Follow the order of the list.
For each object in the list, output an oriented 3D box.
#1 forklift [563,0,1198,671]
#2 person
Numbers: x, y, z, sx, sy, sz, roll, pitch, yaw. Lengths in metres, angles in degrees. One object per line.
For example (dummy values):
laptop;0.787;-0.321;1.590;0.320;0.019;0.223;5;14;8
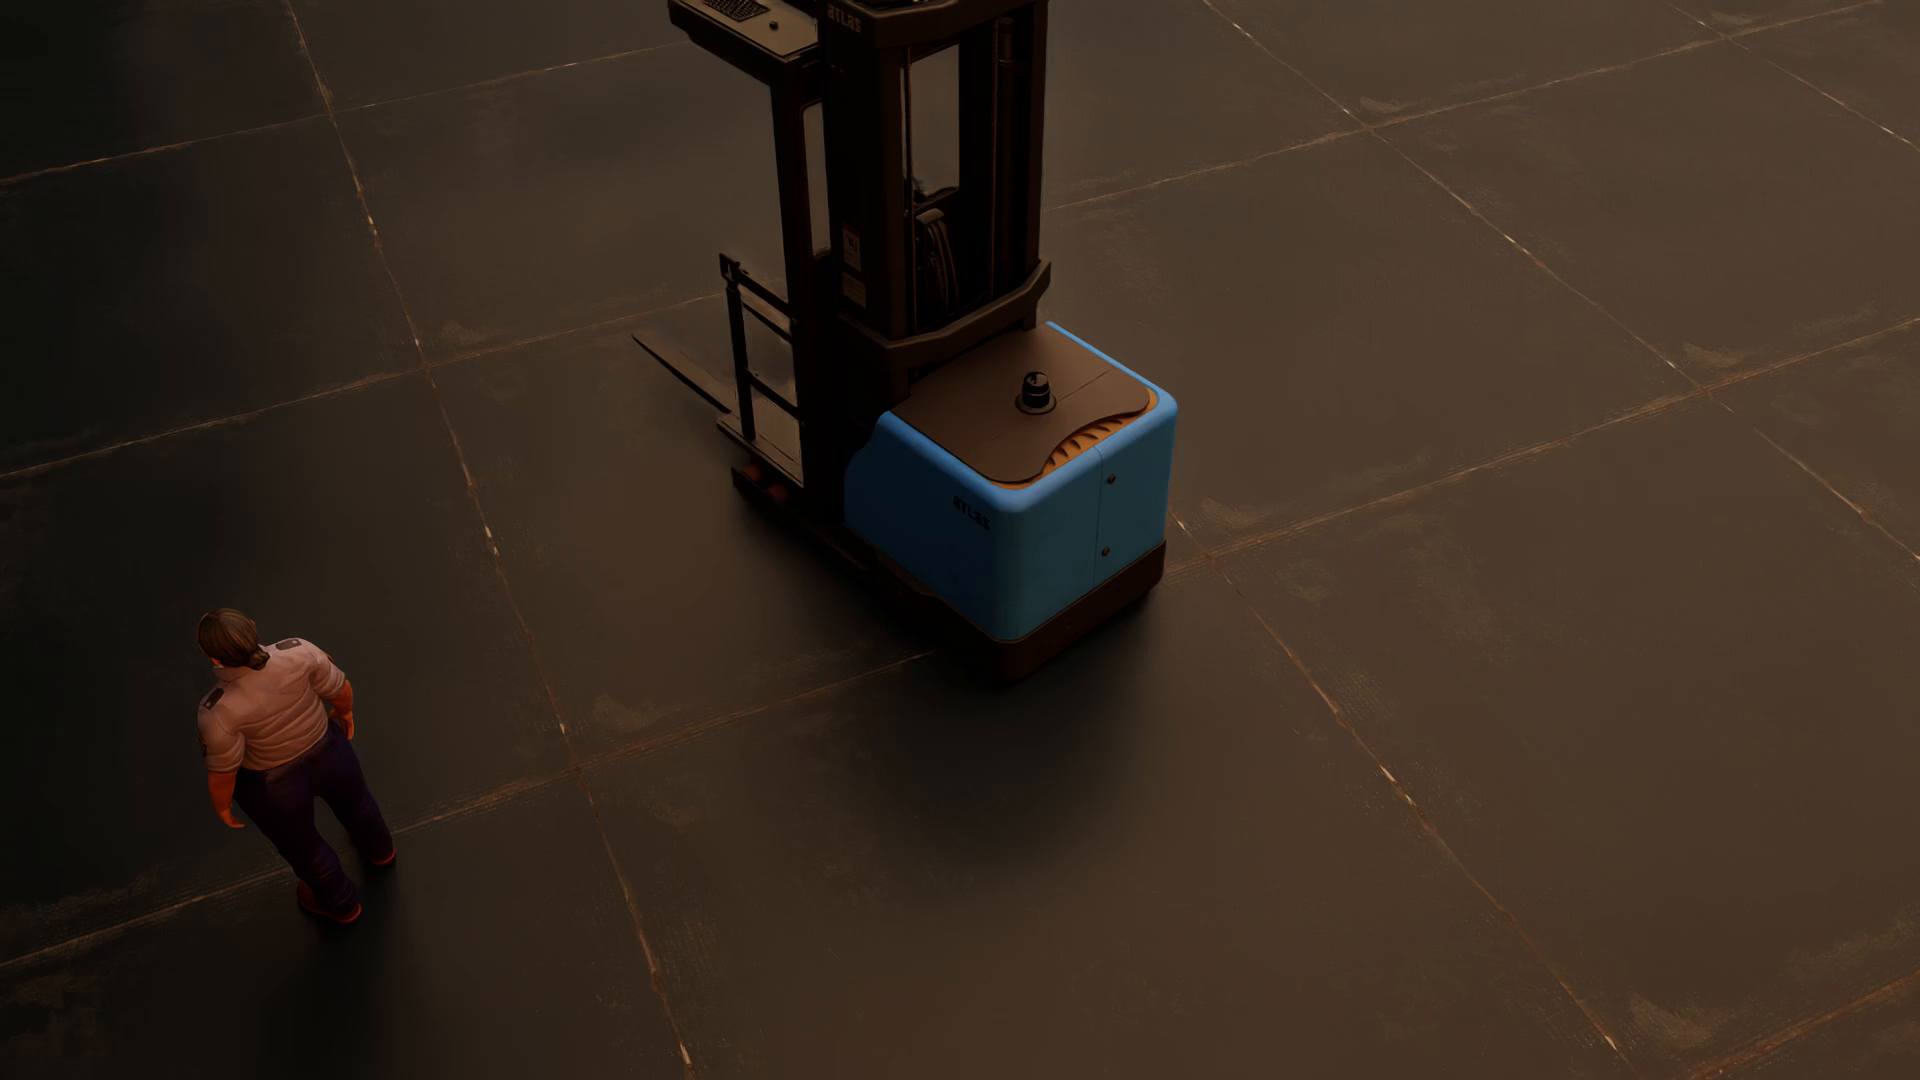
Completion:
forklift;-0.503;-1.267;7.038;3.031;2.935;1.130;22;47;22
person;-2.370;0.748;5.809;0.503;1.651;0.597;29;50;27
